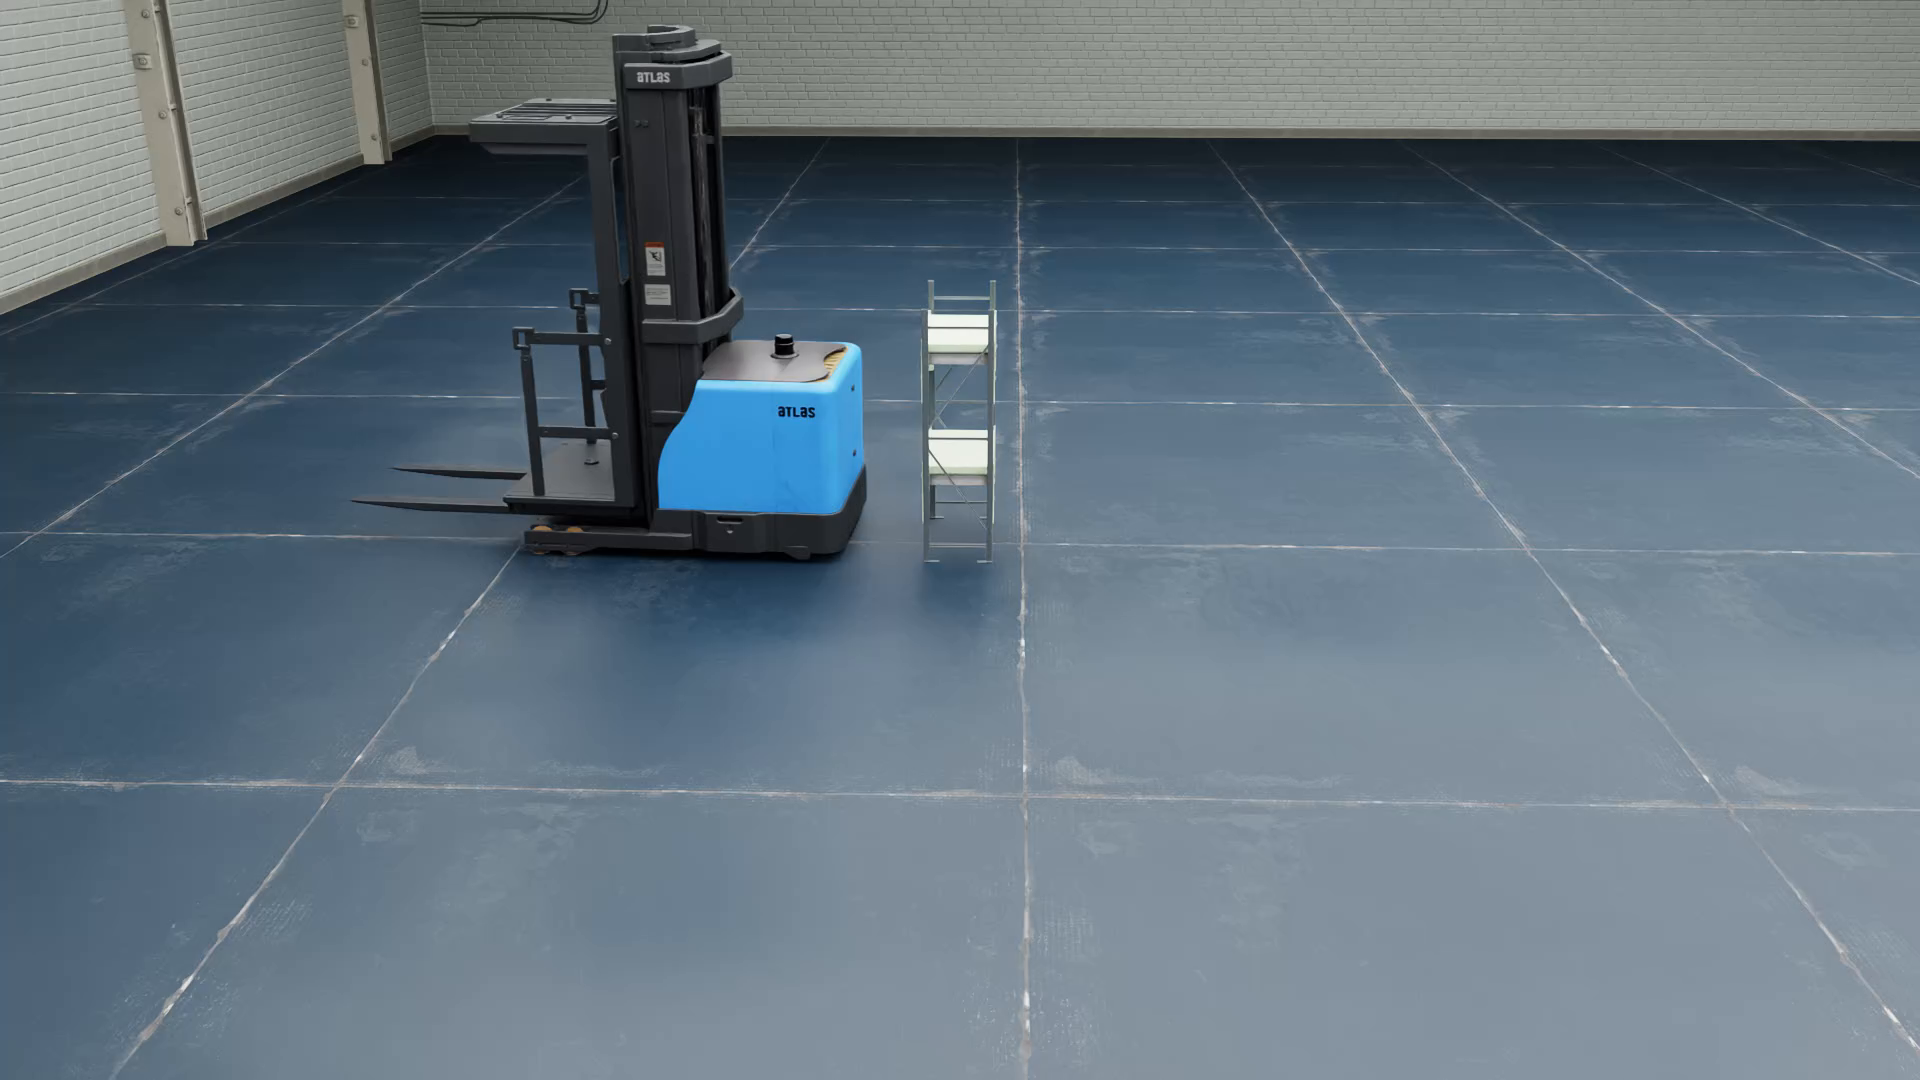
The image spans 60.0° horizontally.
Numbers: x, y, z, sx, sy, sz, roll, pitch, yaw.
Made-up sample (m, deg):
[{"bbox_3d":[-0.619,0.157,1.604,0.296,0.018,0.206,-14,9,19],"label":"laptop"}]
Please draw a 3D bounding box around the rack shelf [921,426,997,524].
[{"bbox_3d":[0.000,-0.398,9.882,0.431,0.370,0.720,1,21,2],"label":"rack shelf"}]

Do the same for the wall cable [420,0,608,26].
[{"bbox_3d":[-7.071,-9.301,25.853,3.097,2.526,0.112,1,21,2],"label":"wall cable"}]

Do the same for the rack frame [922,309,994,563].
[{"bbox_3d":[-0.011,-0.569,9.423,0.400,1.500,0.023,1,21,2],"label":"rack frame"}]

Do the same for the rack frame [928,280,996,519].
[{"bbox_3d":[0.011,-0.834,10.105,0.400,1.500,0.023,1,21,2],"label":"rack frame"}]

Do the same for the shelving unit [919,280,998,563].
[{"bbox_3d":[0.000,-0.702,9.764,0.431,1.500,0.755,1,21,2],"label":"shelving unit"}]

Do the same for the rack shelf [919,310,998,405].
[{"bbox_3d":[0.000,-1.065,9.623,0.431,0.370,0.720,1,21,2],"label":"rack shelf"}]

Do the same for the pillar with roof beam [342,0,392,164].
[{"bbox_3d":[-4.180,-9.651,22.462,9.100,9.000,0.400,1,21,2],"label":"pillar with roof beam"}]

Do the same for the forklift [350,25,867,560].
[{"bbox_3d":[-2.140,-1.461,9.742,3.031,2.935,1.130,2,21,6],"label":"forklift"}]

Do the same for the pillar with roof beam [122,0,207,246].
[{"bbox_3d":[-4.362,-7.482,16.871,9.100,9.000,0.400,1,21,2],"label":"pillar with roof beam"}]
